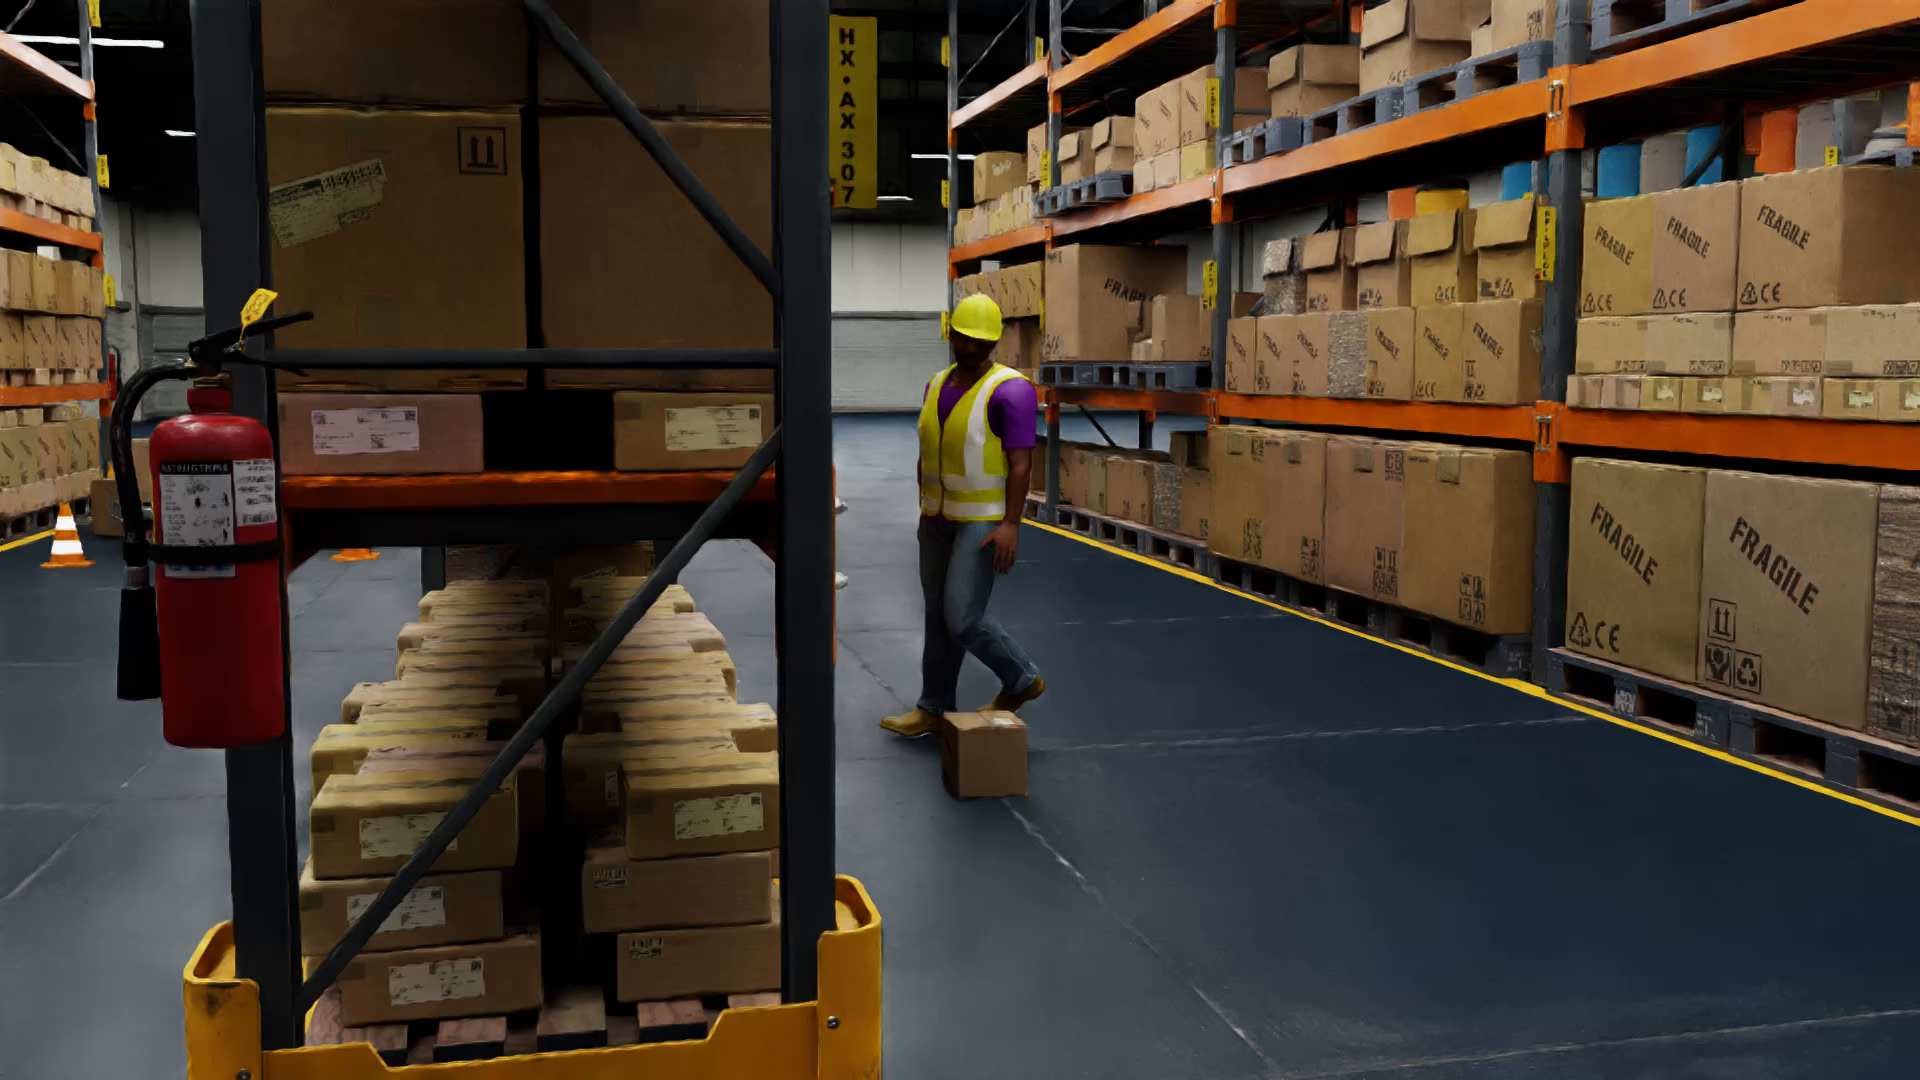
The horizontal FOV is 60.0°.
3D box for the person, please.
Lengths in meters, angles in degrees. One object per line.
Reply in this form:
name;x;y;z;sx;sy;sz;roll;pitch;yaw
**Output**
person;0.054;-0.077;6.508;0.520;1.757;0.635;-5;8;-42
